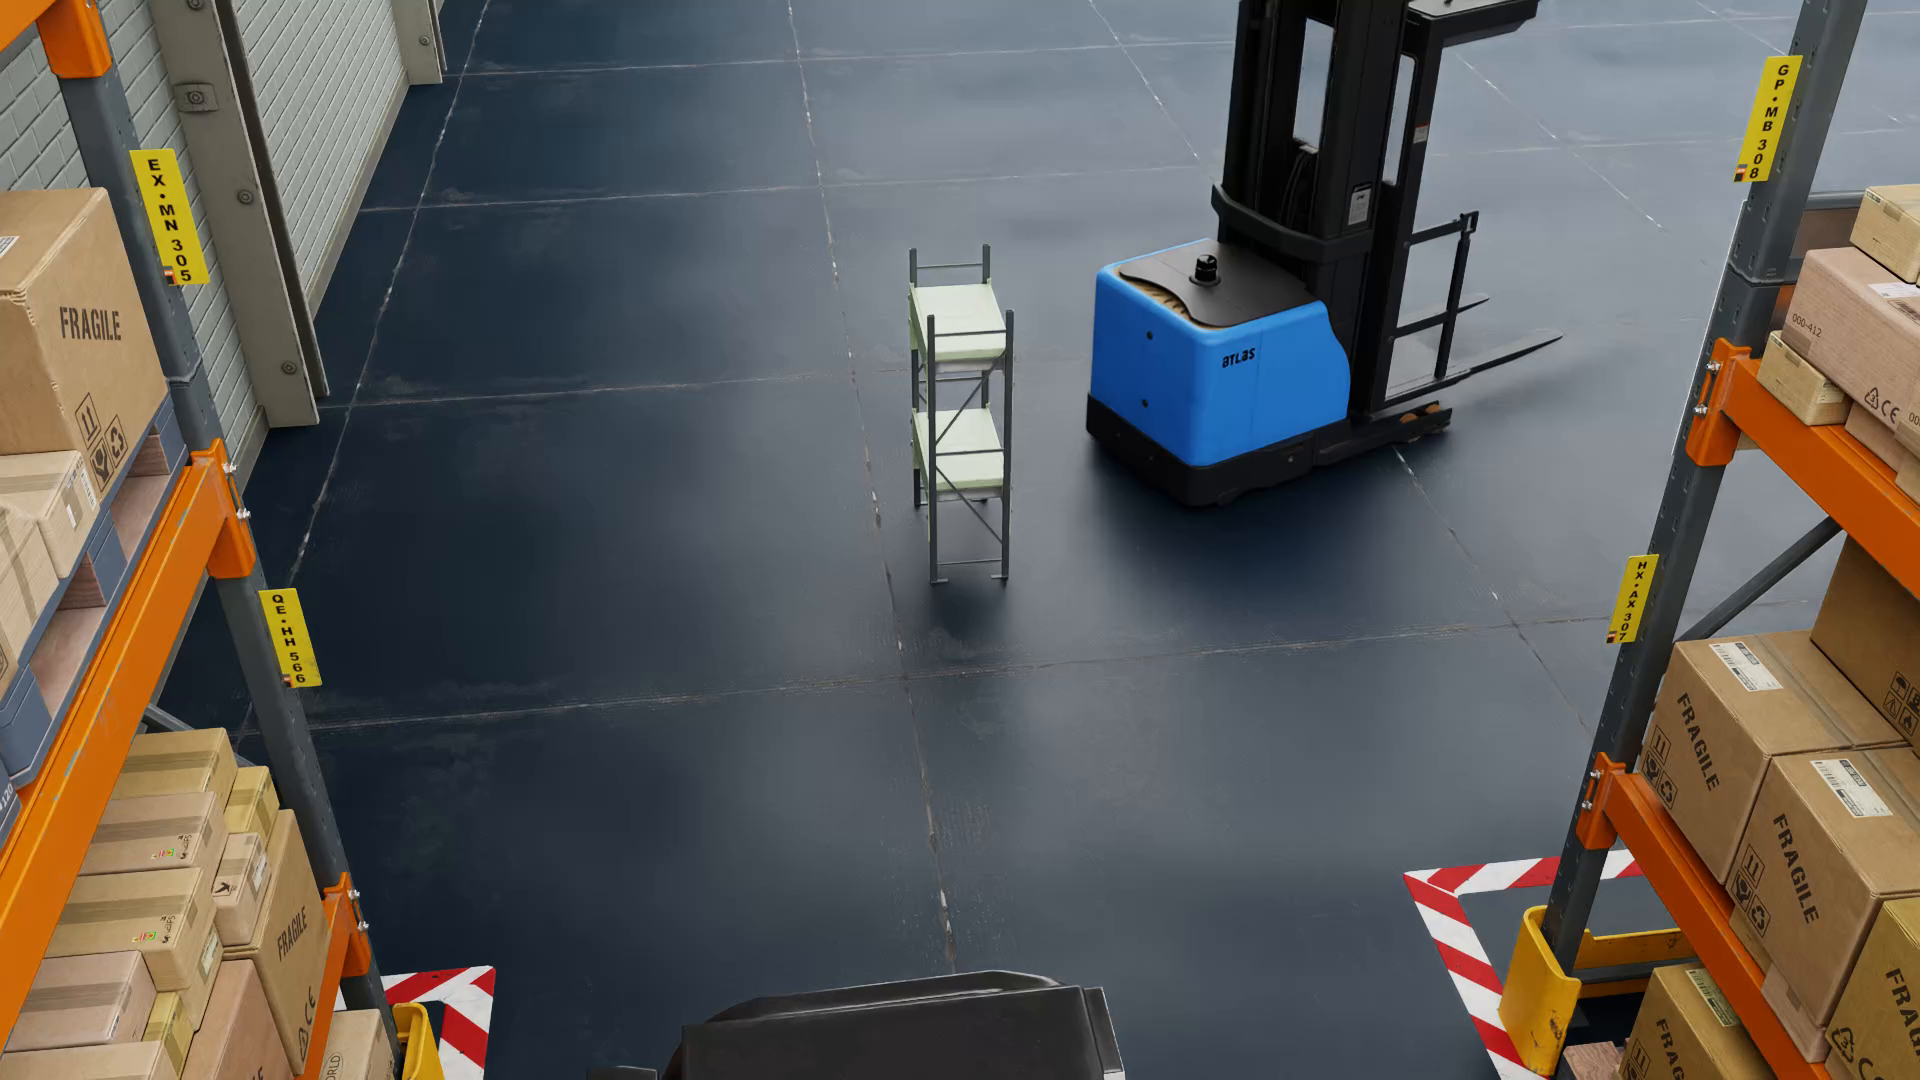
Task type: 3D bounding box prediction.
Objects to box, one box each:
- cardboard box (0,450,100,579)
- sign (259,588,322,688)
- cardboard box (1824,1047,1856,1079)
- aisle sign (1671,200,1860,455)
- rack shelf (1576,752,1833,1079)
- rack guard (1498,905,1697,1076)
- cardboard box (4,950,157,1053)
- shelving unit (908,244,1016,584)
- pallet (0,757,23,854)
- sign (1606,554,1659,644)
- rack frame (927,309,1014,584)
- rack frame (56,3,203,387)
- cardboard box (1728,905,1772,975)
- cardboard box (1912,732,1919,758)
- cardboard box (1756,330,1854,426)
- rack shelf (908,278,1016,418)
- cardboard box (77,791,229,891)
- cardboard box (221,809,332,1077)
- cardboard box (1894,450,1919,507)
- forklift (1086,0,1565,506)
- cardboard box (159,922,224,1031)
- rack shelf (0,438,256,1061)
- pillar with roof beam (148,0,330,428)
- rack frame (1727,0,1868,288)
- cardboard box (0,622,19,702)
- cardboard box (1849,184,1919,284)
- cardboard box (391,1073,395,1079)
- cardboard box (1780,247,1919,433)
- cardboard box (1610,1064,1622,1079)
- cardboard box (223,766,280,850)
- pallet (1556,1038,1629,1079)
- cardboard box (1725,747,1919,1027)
[{"bbox_3d":[-1.924,-0.035,3.236,0.380,0.149,0.250,-5,35,-8],"label":"cardboard box"},{"bbox_3d":[-1.797,0.266,4.457,0.100,0.325,0.005,-4,35,-6],"label":"sign"},{"bbox_3d":[2.482,1.388,4.273,0.380,0.149,0.250,-3,34,-5],"label":"cardboard box"},{"bbox_3d":[2.266,-0.588,4.640,0.394,0.787,0.004,-4,35,-6],"label":"aisle sign"},{"bbox_3d":[2.851,1.911,3.921,1.077,0.370,4.000,-4,35,-6],"label":"rack shelf"},{"bbox_3d":[2.592,1.573,5.998,1.175,0.500,0.348,-4,35,-6],"label":"rack guard"},{"bbox_3d":[-1.993,1.051,3.615,0.380,0.149,0.250,-4,34,-6],"label":"cardboard box"},{"bbox_3d":[-0.001,-0.623,8.333,0.431,1.500,0.755,-4,35,-6],"label":"shelving unit"},{"bbox_3d":[-2.099,0.752,2.398,1.003,0.211,1.213,-4,35,-6],"label":"pallet"},{"bbox_3d":[2.044,0.181,5.052,0.100,0.325,0.005,-4,35,-6],"label":"sign"},{"bbox_3d":[0.048,-0.419,8.033,0.400,1.500,0.023,-4,35,-6],"label":"rack frame"},{"bbox_3d":[-2.336,-1.603,3.112,1.000,3.000,0.127,-4,35,-6],"label":"rack frame"},{"bbox_3d":[2.426,1.101,4.694,0.380,0.149,0.250,-5,35,-8],"label":"cardboard box"},{"bbox_3d":[2.928,0.472,4.153,0.700,0.500,0.500,-4,34,-6],"label":"cardboard box"},{"bbox_3d":[2.305,-0.428,4.274,0.380,0.149,0.250,-4,35,-6],"label":"cardboard box"},{"bbox_3d":[-0.001,-0.946,8.113,0.431,0.370,0.720,-4,35,-6],"label":"rack shelf"},{"bbox_3d":[-2.015,0.763,4.038,0.380,0.149,0.250,-4,35,-6],"label":"cardboard box"},{"bbox_3d":[-2.010,1.089,4.399,0.500,0.500,0.500,-5,35,-7],"label":"cardboard box"},{"bbox_3d":[2.430,-0.138,3.849,0.380,0.149,0.250,-3,34,-5],"label":"cardboard box"},{"bbox_3d":[2.250,-2.005,9.090,3.031,2.935,1.130,-19,39,-26],"label":"forklift"},{"bbox_3d":[-1.974,1.028,3.912,0.380,0.149,0.250,-4,34,-5],"label":"cardboard box"},{"bbox_3d":[-2.067,1.050,2.521,1.077,0.370,4.000,-4,35,-6],"label":"rack shelf"},{"bbox_3d":[0.323,-4.821,7.833,9.100,9.000,0.400,-4,35,-6],"label":"pillar with roof beam"},{"bbox_3d":[2.582,-1.981,3.667,1.000,3.000,0.127,-4,35,-6],"label":"rack frame"},{"bbox_3d":[-1.997,0.188,2.597,0.700,0.500,0.500,-4,34,-6],"label":"cardboard box"},{"bbox_3d":[2.428,-0.754,4.044,0.380,0.149,0.250,-5,35,-7],"label":"cardboard box"},{"bbox_3d":[-1.961,1.880,4.953,0.500,0.250,0.500,-5,35,-7],"label":"cardboard box"},{"bbox_3d":[2.386,-0.502,4.028,0.500,0.250,0.500,-5,35,-7],"label":"cardboard box"},{"bbox_3d":[2.416,1.932,5.321,0.500,0.250,0.500,-5,35,-7],"label":"cardboard box"},{"bbox_3d":[-2.012,0.739,4.338,0.380,0.149,0.250,-4,34,-6],"label":"cardboard box"},{"bbox_3d":[2.666,2.148,5.410,1.003,0.211,1.213,-4,35,-6],"label":"pallet"},{"bbox_3d":[2.444,0.908,4.402,0.500,0.500,0.500,-3,34,-5],"label":"cardboard box"}]
